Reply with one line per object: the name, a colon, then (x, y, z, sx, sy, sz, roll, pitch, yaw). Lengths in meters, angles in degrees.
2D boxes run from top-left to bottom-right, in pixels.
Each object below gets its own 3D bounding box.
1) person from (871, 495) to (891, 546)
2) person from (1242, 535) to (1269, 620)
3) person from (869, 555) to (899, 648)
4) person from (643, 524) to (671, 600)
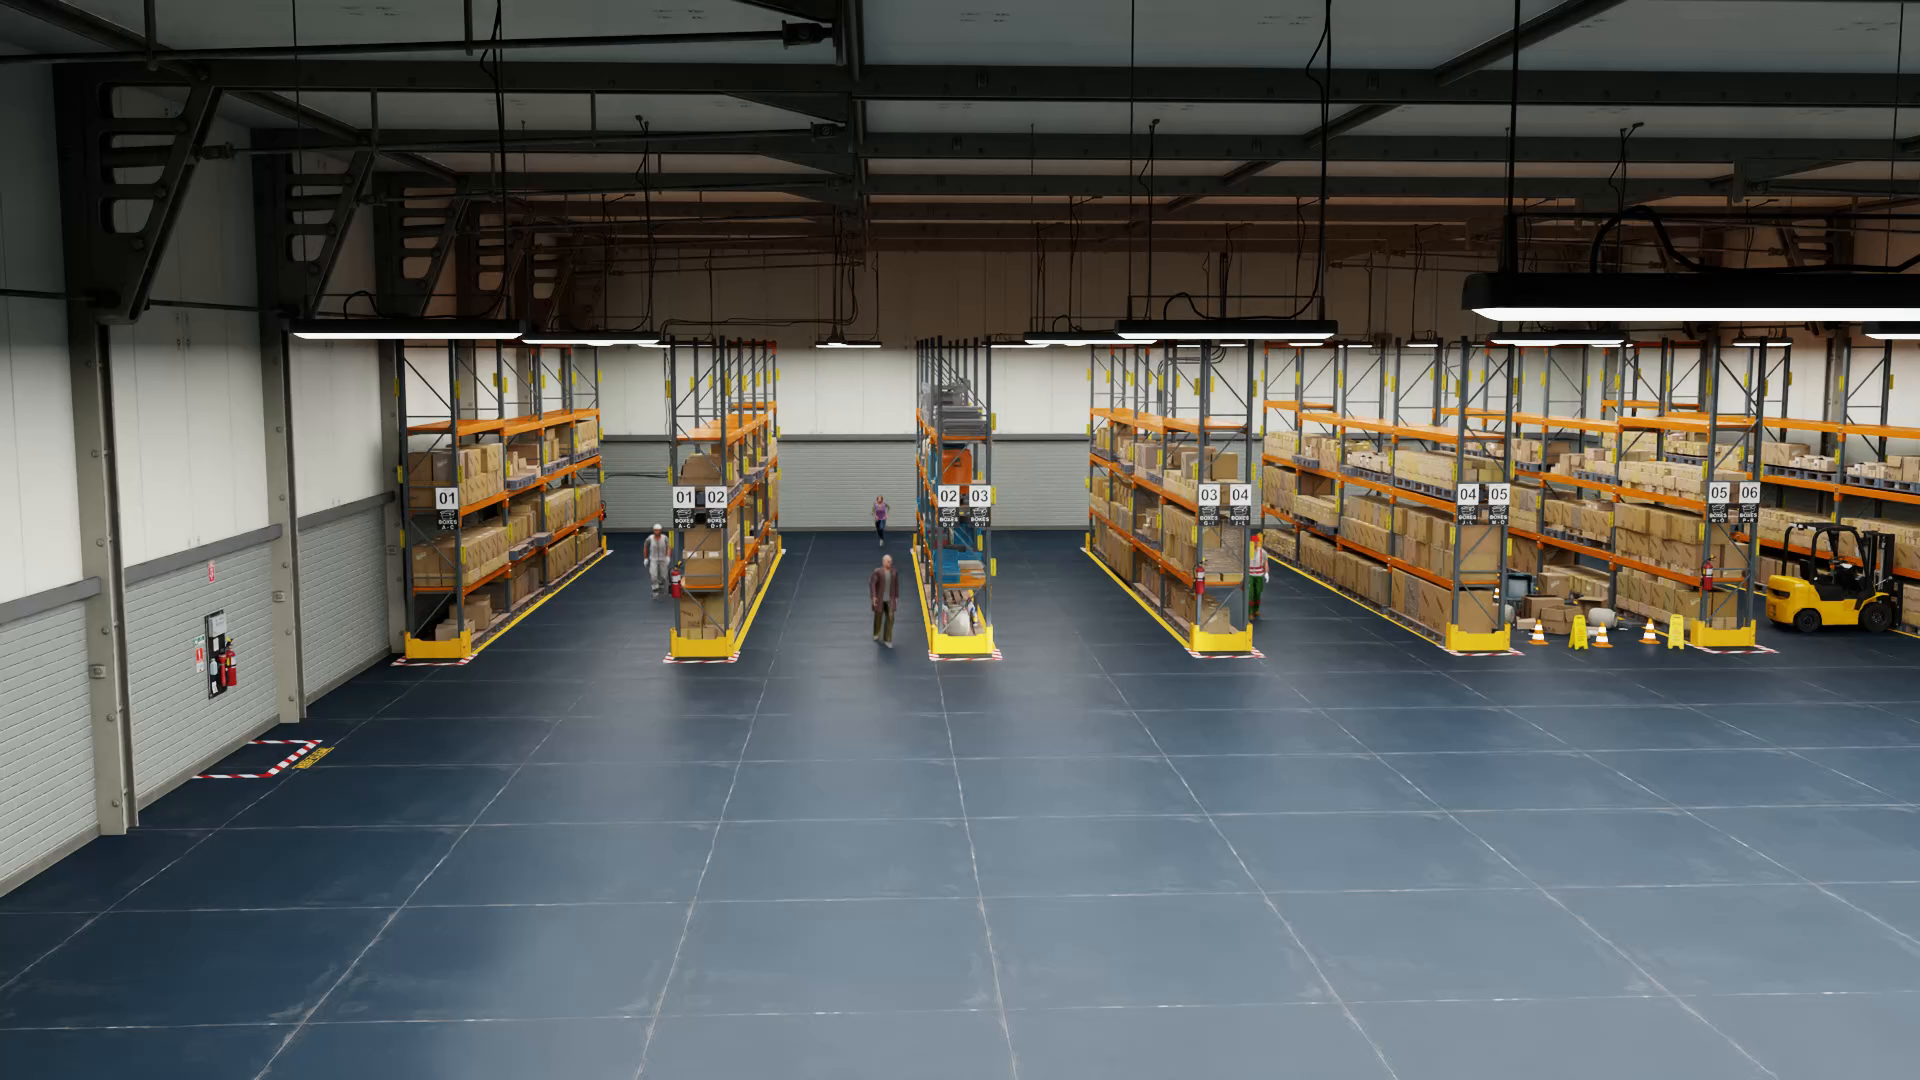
person: (-2.318, -0.587, 48.810, 0.542, 1.510, 0.789, 1, 7, 7)
person: (6.318, 0.797, 35.704, 0.623, 1.825, 0.596, 1, 7, 8)
person: (-1.467, 1.184, 32.498, 0.667, 1.790, 0.847, -3, 7, -23)
person: (-7.020, 0.481, 38.531, 0.622, 1.764, 0.703, -2, 7, -15)
